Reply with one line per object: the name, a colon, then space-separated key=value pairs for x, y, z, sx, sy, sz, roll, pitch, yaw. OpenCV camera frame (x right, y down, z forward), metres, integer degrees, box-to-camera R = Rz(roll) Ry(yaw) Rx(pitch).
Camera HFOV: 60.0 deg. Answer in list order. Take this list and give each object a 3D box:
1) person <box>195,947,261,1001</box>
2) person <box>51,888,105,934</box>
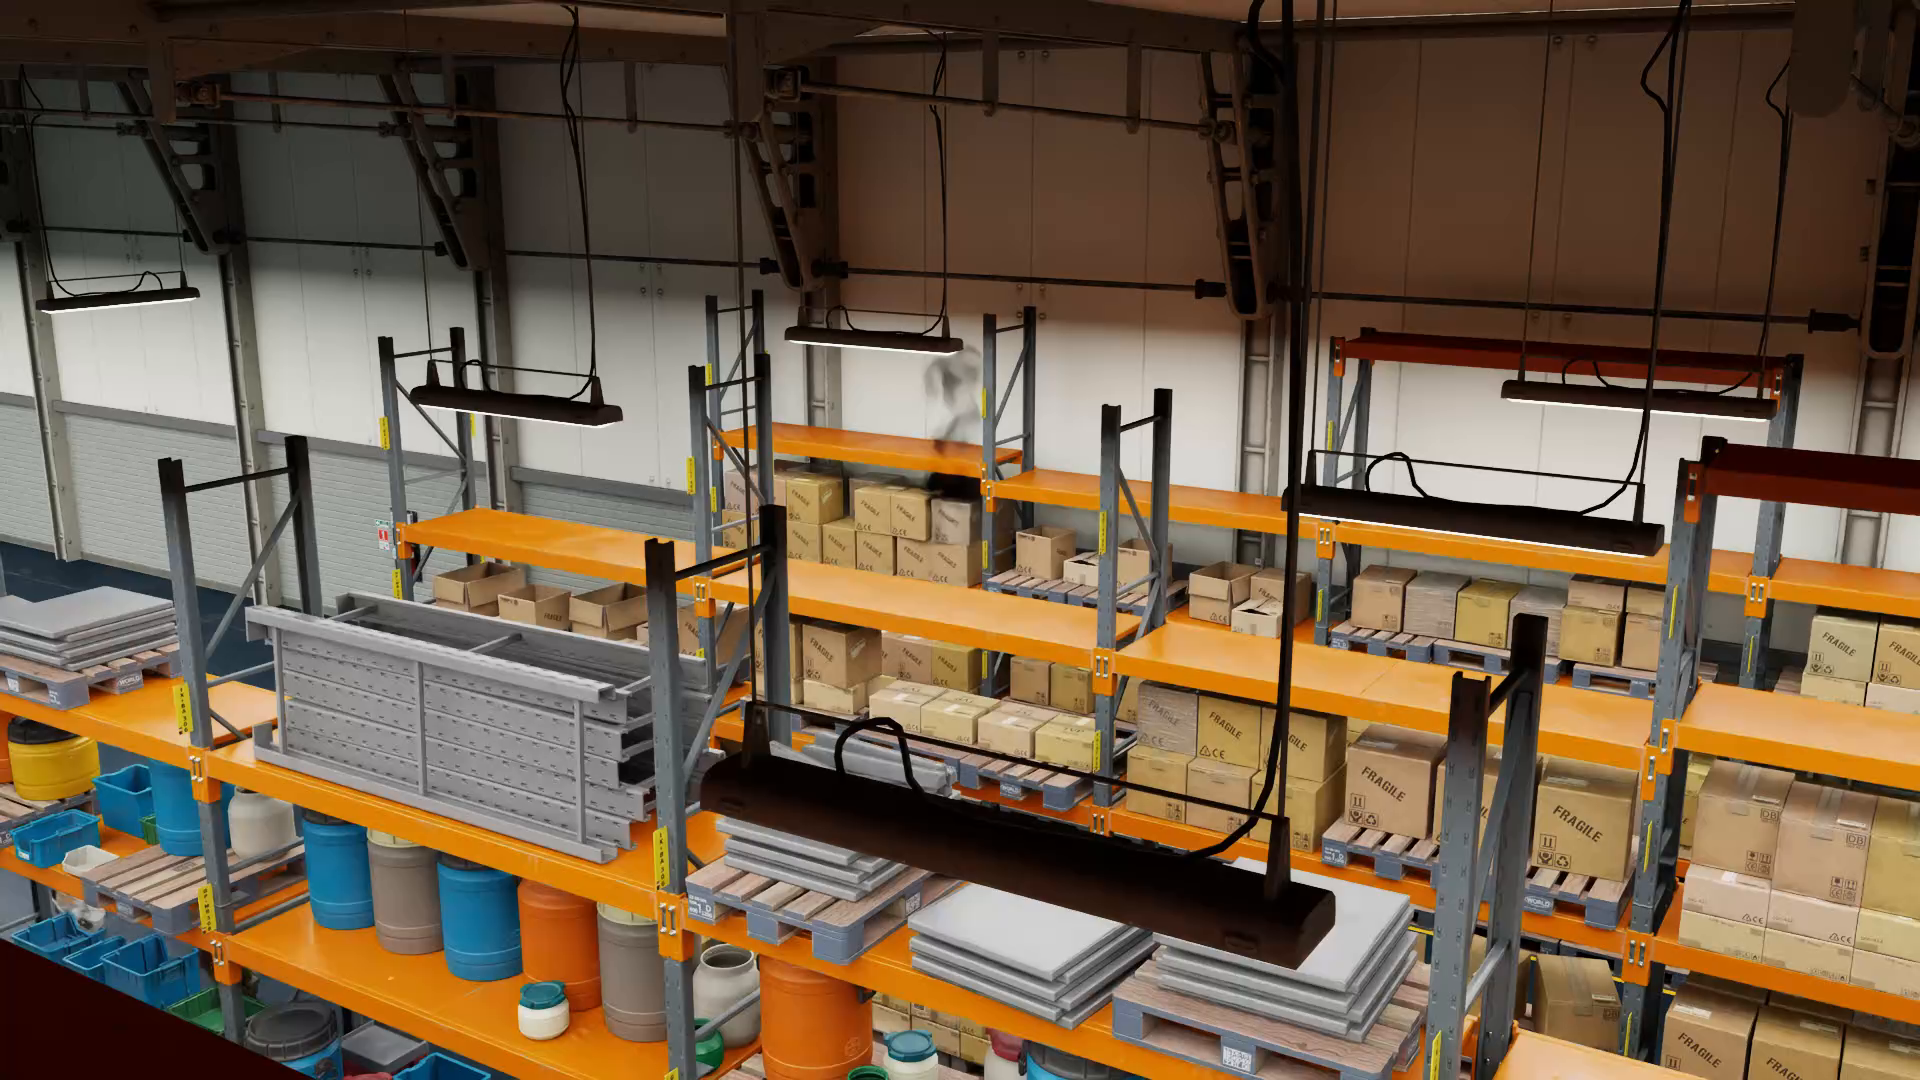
person: x=-6.823 y=3.598 z=15.125 sx=0.612 sy=1.728 sz=0.728 roll=3 pitch=14 yaw=12
person: x=-8.064 y=3.586 z=15.506 sx=0.831 sy=1.633 sz=0.618 roll=-9 pitch=16 yaw=-31
